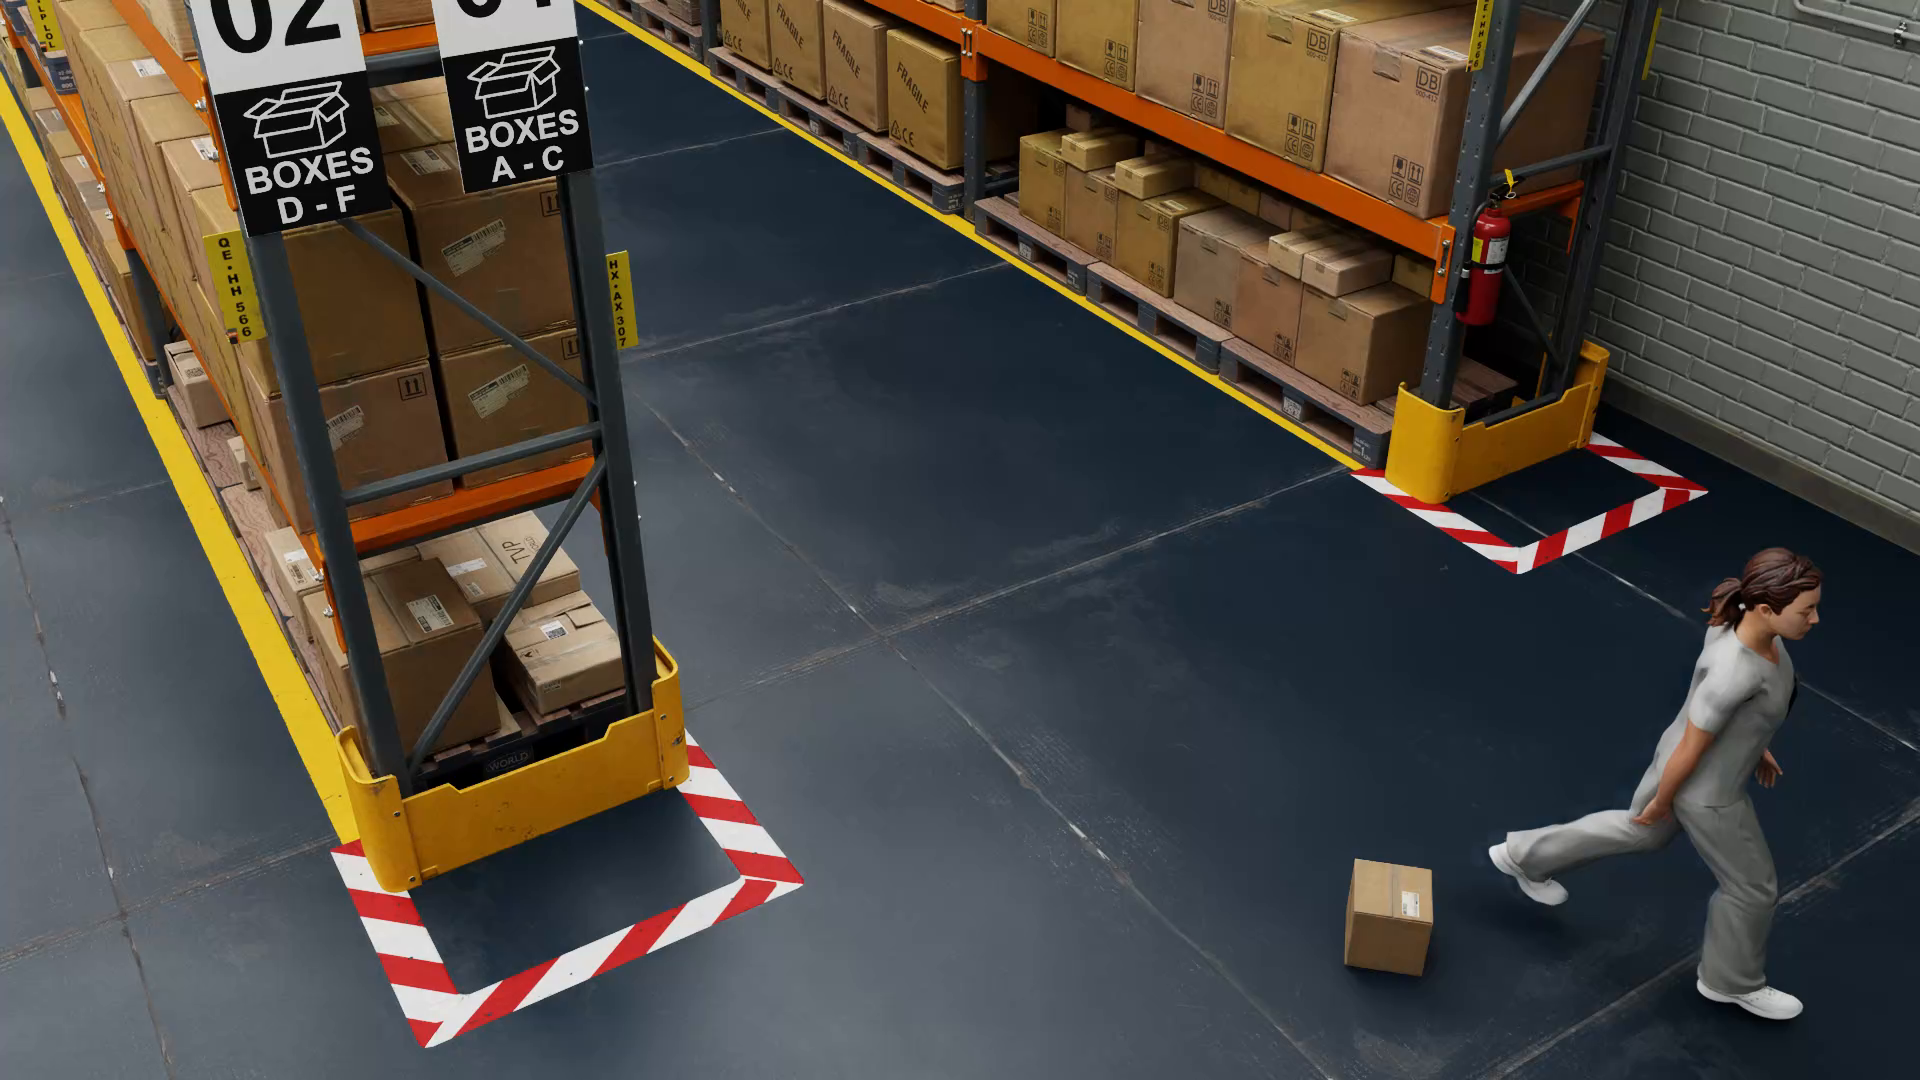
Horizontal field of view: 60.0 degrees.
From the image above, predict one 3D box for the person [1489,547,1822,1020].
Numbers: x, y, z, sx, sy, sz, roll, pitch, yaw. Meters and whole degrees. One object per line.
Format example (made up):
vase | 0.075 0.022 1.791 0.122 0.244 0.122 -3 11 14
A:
person | 2.218 0.699 5.060 1.018 1.610 0.450 14 35 20
